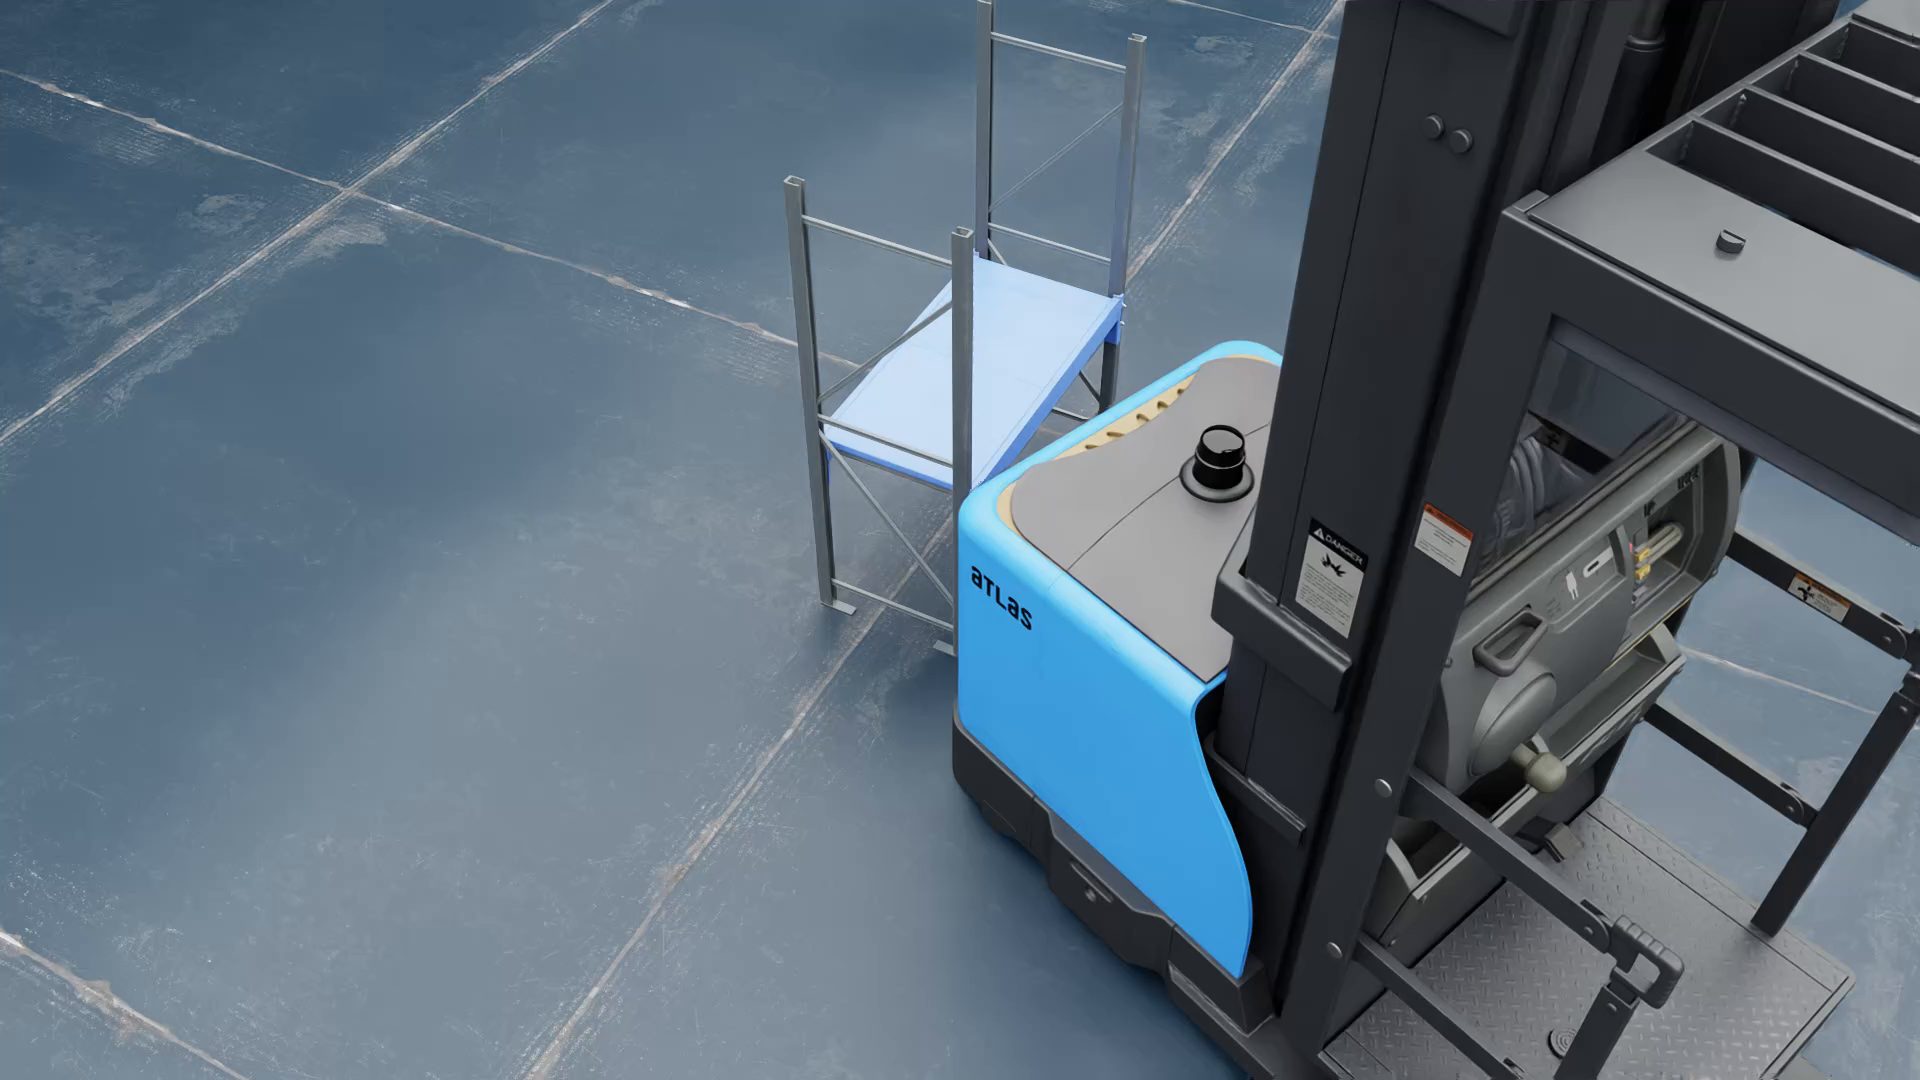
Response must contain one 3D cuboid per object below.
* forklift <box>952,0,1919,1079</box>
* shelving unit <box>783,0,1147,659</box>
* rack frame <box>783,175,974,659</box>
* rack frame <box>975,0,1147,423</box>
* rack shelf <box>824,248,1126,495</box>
[{"bbox_3d":[1.320,0.205,2.987,1.130,2.935,3.031,-31,53,-27],"label":"forklift"},{"bbox_3d":[0.040,-0.581,4.770,0.538,1.500,1.048,20,49,19],"label":"shelving unit"},{"bbox_3d":[-0.196,-0.261,4.453,0.500,1.500,0.032,20,49,19],"label":"rack frame"},{"bbox_3d":[0.276,-0.901,5.086,0.500,1.500,0.032,20,49,19],"label":"rack frame"},{"bbox_3d":[0.040,-0.455,4.898,0.538,0.185,1.000,20,49,19],"label":"rack shelf"}]
